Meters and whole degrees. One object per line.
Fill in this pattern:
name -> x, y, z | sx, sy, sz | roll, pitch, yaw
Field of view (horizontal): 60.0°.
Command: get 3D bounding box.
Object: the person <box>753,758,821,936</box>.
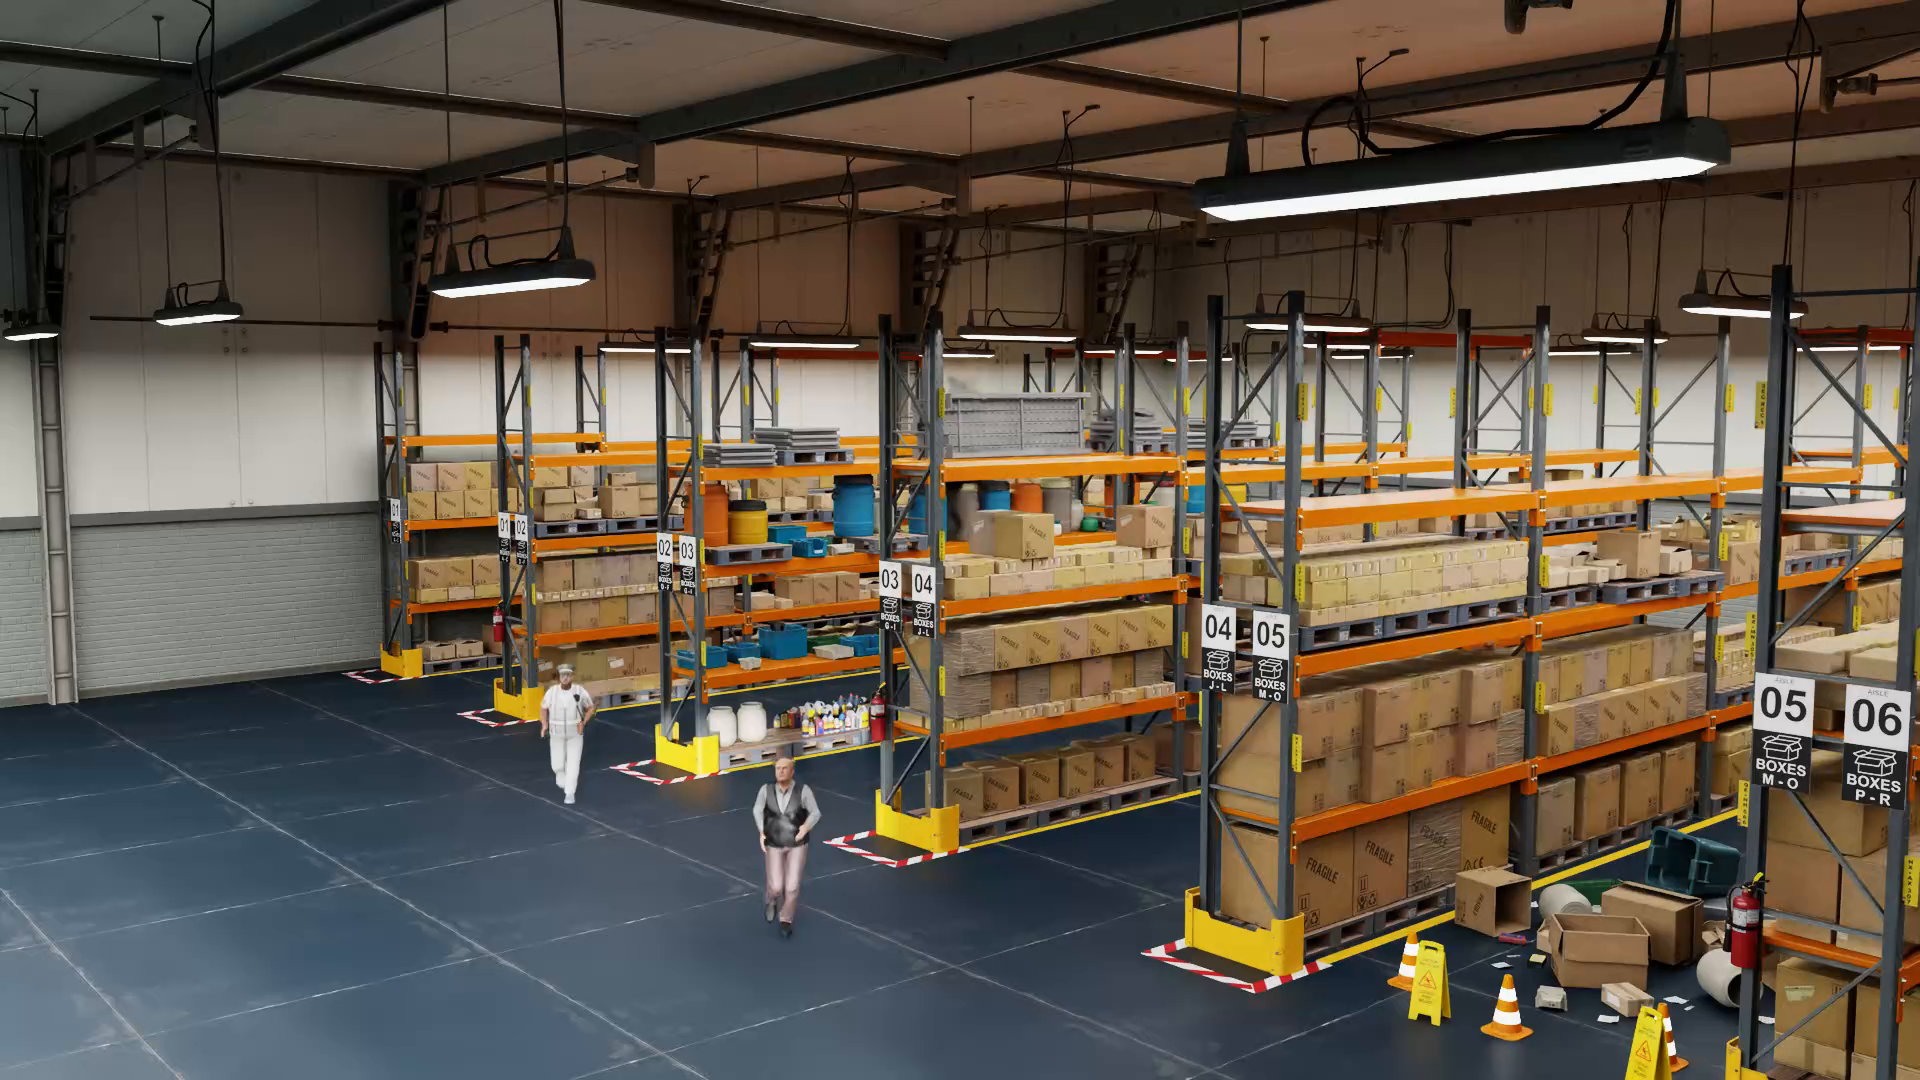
person -> -1.645, 2.900, 15.704 | 0.641, 1.692, 0.573 | 0, 5, -3

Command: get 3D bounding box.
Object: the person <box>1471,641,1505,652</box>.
person -> 7.396, 2.167, 23.312 | 0.690, 1.820, 0.892 | 5, 7, 44

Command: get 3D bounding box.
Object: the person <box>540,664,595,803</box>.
person -> -4.936, 2.404, 20.901 | 0.675, 1.742, 0.606 | -1, 5, -9
